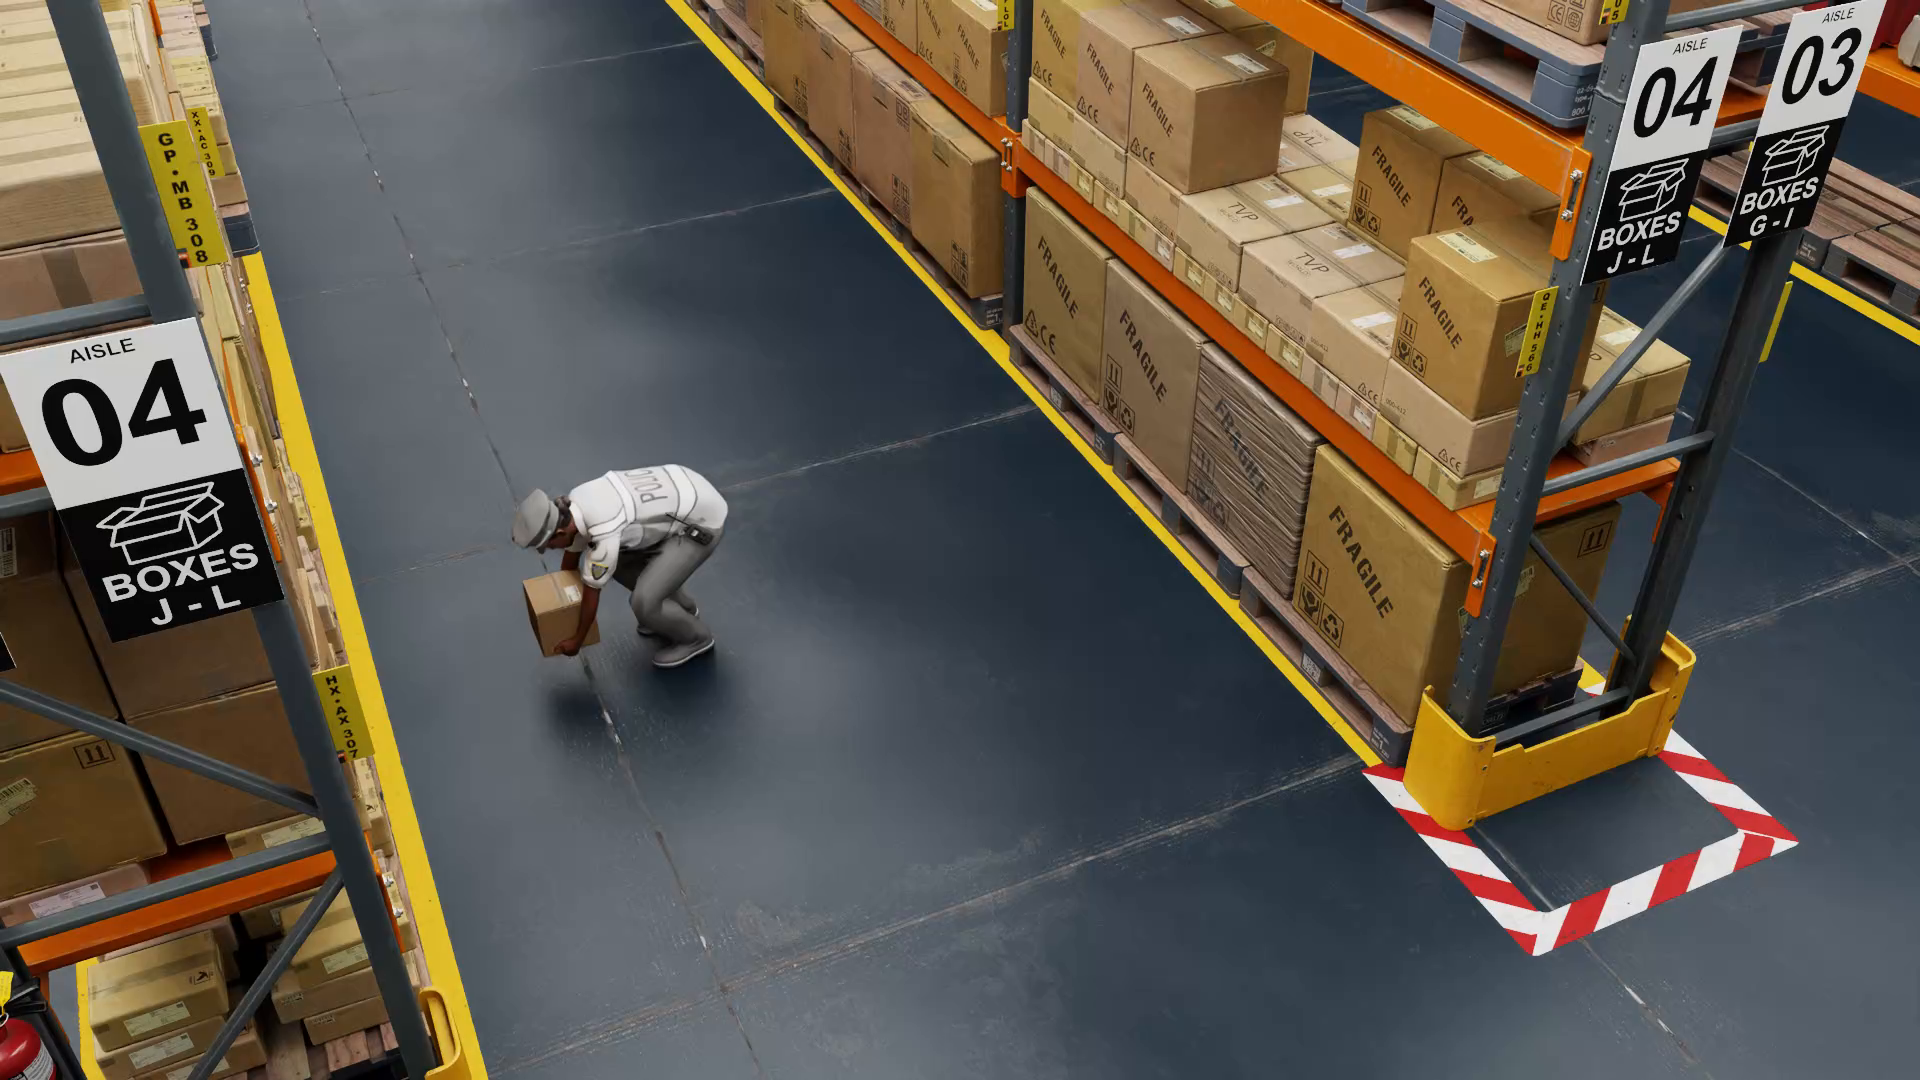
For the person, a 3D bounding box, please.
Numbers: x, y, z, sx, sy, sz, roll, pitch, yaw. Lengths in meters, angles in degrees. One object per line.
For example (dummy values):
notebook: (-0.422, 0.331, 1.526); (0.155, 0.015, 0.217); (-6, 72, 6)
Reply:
person: (-1.455, 0.114, 7.264); (0.927, 0.989, 0.470); (-18, 41, -22)
